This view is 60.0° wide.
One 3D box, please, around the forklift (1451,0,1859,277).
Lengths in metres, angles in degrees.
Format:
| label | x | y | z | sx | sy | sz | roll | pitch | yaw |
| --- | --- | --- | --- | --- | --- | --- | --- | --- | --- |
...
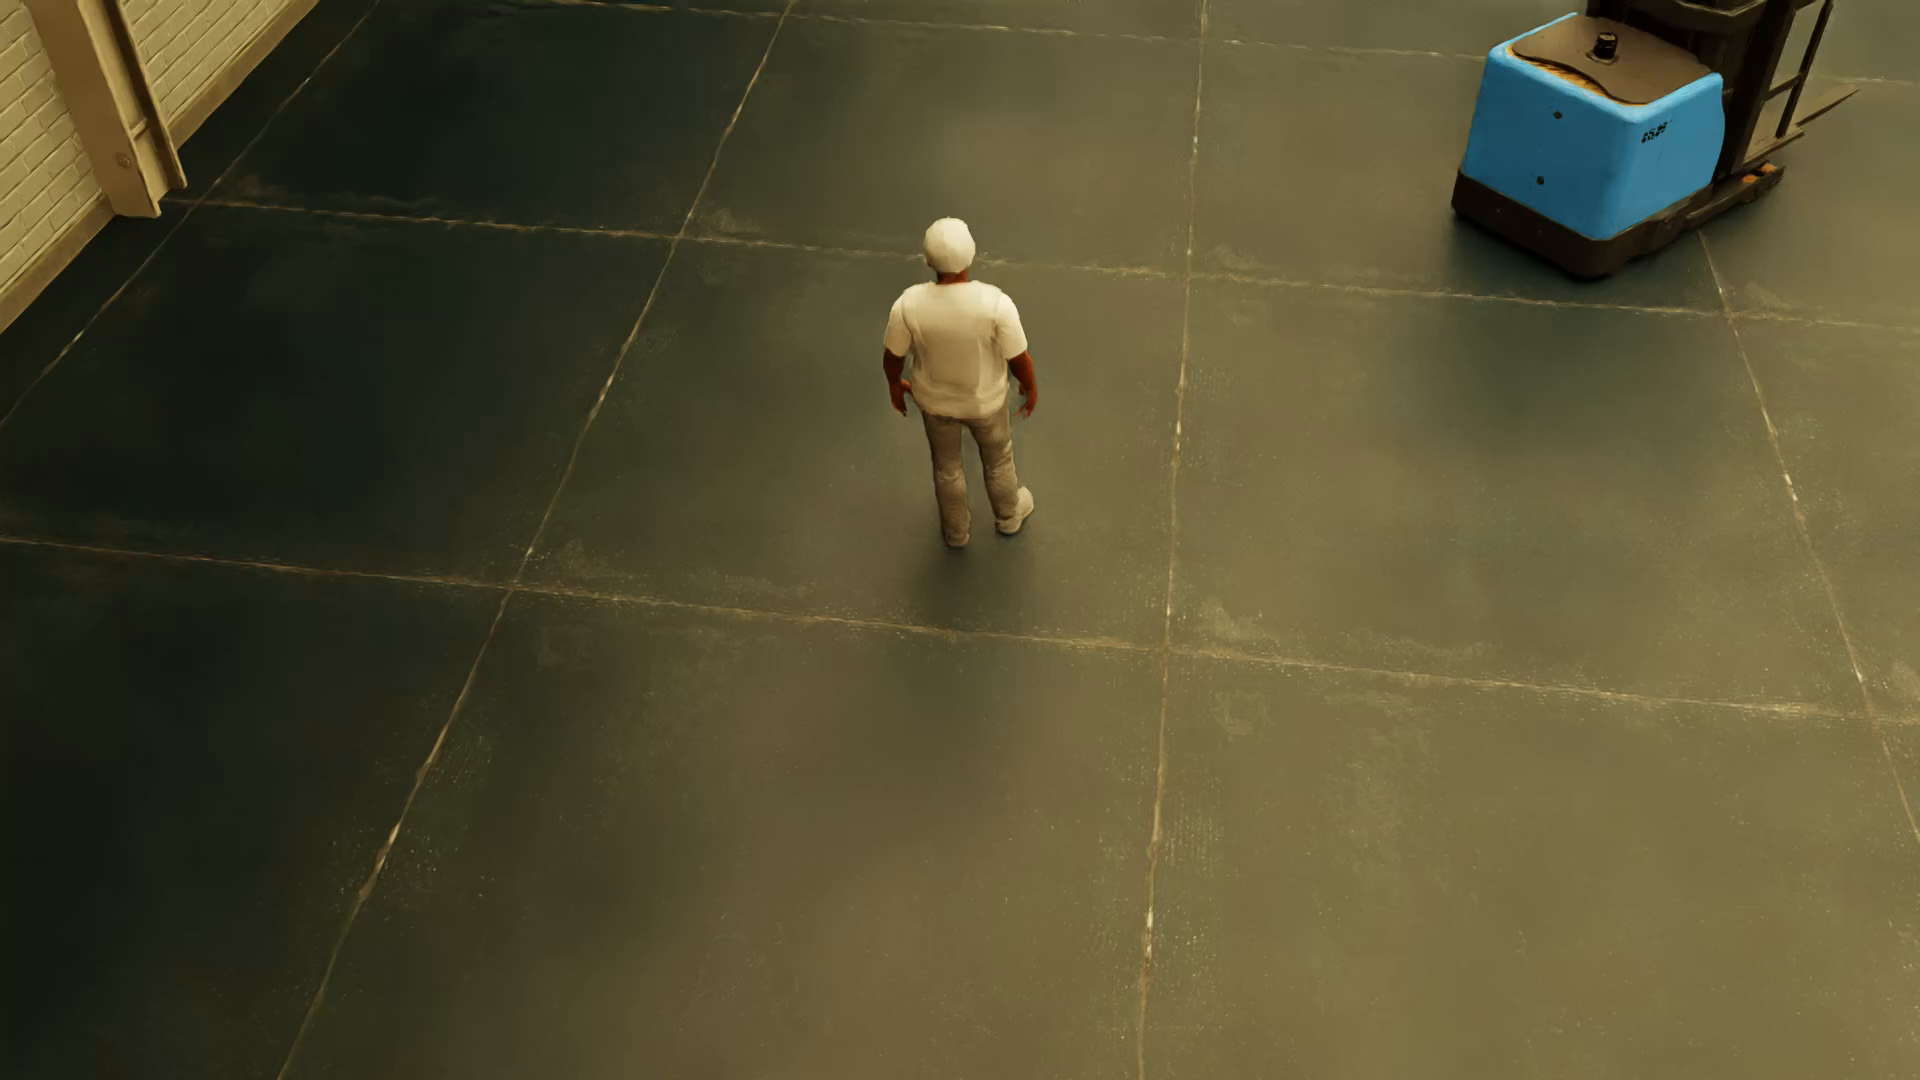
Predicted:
| label | x | y | z | sx | sy | sz | roll | pitch | yaw |
| --- | --- | --- | --- | --- | --- | --- | --- | --- | --- |
| forklift | 4.418 | -3.395 | 9.420 | 3.031 | 2.935 | 1.130 | -28 | 49 | -27 |

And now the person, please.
| label | x | y | z | sx | sy | sz | roll | pitch | yaw |
| --- | --- | --- | --- | --- | --- | --- | --- | --- | --- |
| person | 0.014 | -0.702 | 7.339 | 0.665 | 1.766 | 0.576 | 5 | 43 | 6 |
